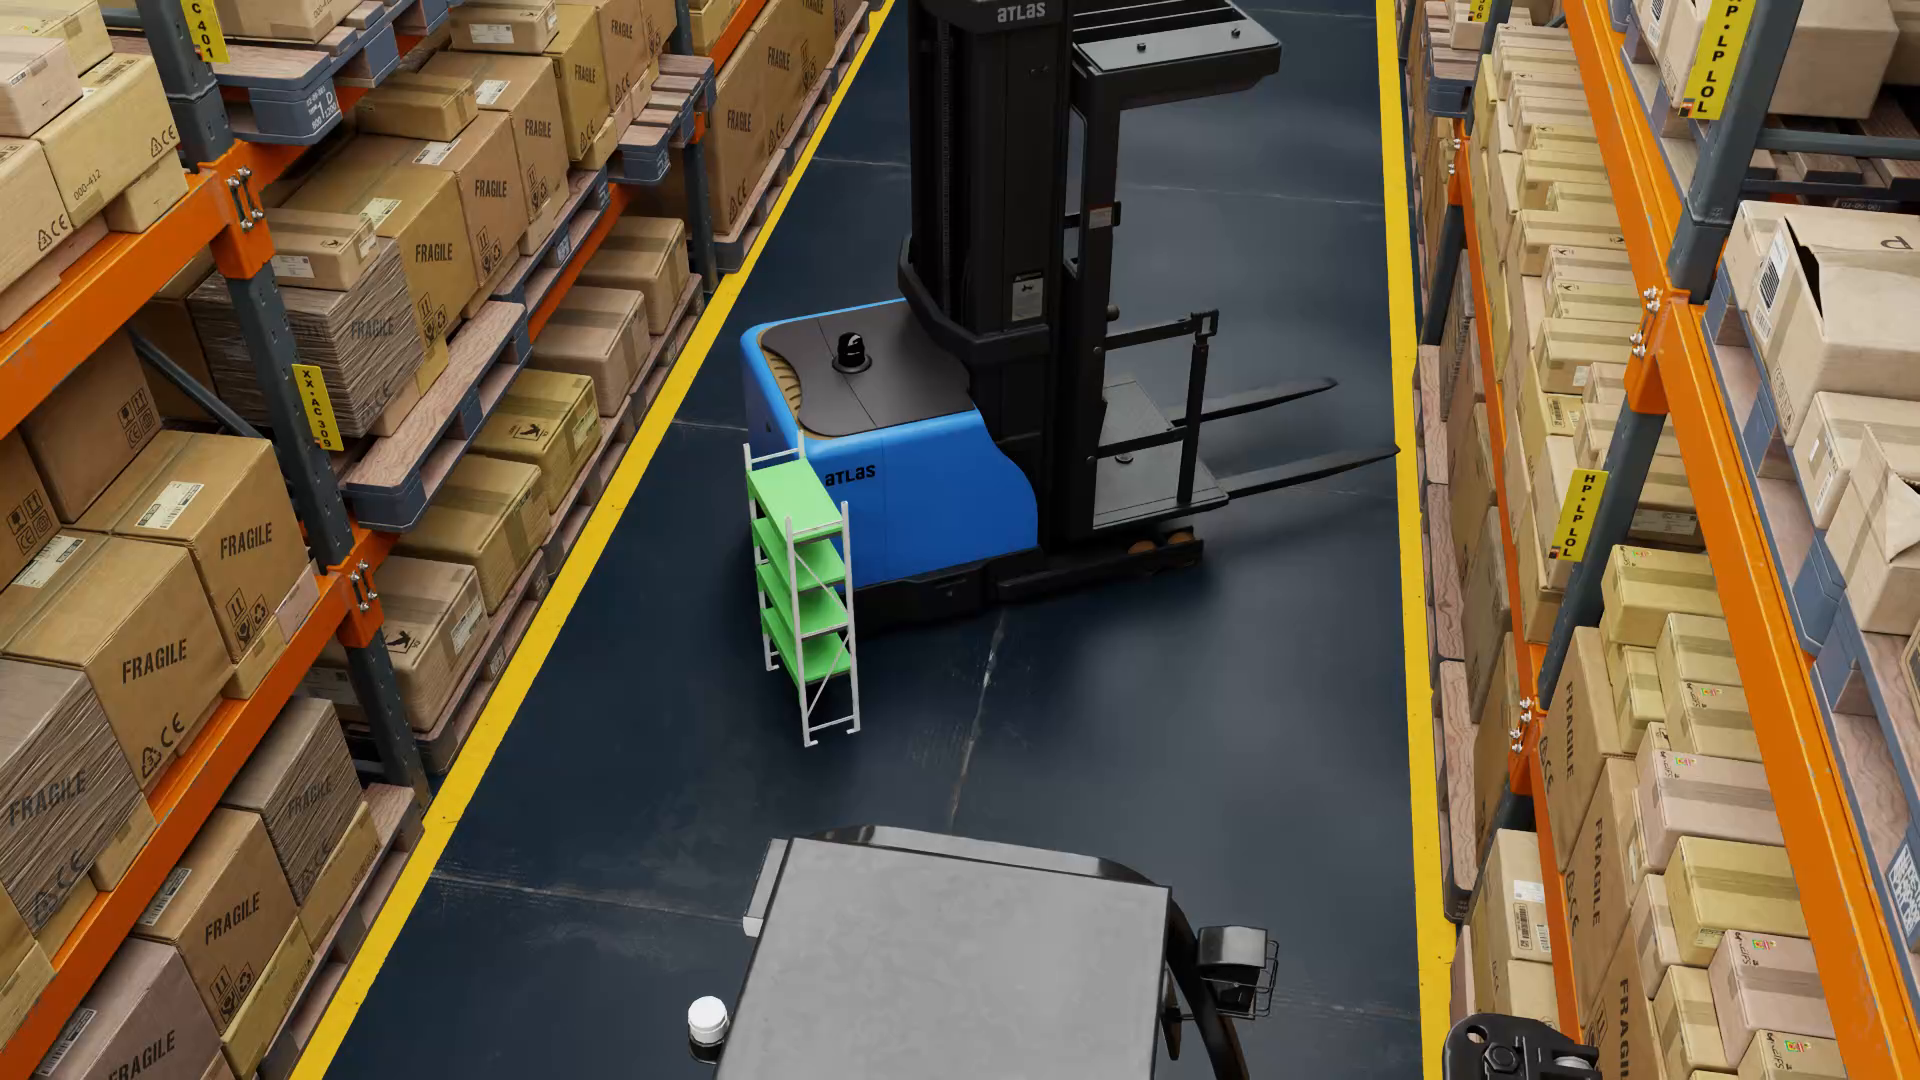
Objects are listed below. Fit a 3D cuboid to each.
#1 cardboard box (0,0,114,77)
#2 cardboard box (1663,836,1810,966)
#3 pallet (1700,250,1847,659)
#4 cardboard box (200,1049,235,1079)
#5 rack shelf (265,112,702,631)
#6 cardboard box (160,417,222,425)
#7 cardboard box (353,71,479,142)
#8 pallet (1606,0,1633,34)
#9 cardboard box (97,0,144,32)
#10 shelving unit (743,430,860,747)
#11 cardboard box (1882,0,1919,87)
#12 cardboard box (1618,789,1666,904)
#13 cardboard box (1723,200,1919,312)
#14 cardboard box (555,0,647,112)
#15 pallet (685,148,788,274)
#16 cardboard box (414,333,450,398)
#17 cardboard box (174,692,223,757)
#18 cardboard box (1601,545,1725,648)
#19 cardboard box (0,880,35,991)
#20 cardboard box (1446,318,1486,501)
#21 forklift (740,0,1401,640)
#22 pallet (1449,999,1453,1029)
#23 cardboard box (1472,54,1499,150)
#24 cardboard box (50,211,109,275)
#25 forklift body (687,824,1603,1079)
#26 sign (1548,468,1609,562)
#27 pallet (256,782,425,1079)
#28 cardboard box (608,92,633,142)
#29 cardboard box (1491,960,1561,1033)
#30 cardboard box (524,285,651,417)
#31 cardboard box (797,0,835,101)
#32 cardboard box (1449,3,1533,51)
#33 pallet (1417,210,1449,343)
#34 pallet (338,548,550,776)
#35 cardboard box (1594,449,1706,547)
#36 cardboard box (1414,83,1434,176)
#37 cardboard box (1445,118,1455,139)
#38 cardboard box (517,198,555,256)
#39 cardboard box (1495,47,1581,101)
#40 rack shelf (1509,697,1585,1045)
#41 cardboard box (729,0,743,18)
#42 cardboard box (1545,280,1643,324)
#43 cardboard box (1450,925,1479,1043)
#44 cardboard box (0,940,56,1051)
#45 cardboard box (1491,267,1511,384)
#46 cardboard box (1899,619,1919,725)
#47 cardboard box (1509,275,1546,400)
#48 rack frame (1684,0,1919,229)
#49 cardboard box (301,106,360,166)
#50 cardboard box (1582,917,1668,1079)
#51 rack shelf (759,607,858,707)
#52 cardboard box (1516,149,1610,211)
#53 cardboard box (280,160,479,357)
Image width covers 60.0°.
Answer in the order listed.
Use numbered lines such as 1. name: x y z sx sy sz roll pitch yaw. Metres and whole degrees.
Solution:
1. cardboard box: -2.433 -1.287 4.267 0.380 0.149 0.250 7 40 9
2. cardboard box: 1.793 0.817 3.683 0.380 0.149 0.250 6 40 7
3. pallet: 2.174 -0.182 3.428 1.003 0.211 1.213 6 40 8
4. cardboard box: -2.606 1.809 5.133 0.500 0.250 0.500 7 40 8
5. rack shelf: -2.247 -1.121 7.413 1.077 0.370 4.000 6 40 8
6. cardboard box: -2.776 -0.562 6.040 0.380 0.149 0.250 7 40 8
7. cardboard box: -2.077 -1.658 6.347 0.380 0.149 0.250 9 40 10
8. pallet: 2.768 -2.054 5.771 1.003 0.211 1.213 8 40 10
9. cardboard box: -2.635 -1.786 5.087 0.500 0.250 0.500 6 40 7
10. shelving unit: -0.625 0.211 6.650 0.258 1.200 0.503 -16 42 -18
11. cardboard box: 2.636 -1.369 4.584 0.380 0.149 0.250 6 40 8
12. cardboard box: 1.805 0.760 3.986 0.380 0.149 0.250 7 40 9
13. cardboard box: 1.919 -0.610 3.665 0.380 0.149 0.250 7 40 9
14. cardboard box: -1.785 -2.327 7.666 0.500 0.500 0.500 6 40 7
15. pallet: -1.691 -2.065 10.179 1.003 0.211 1.213 6 40 8
16. cardboard box: -2.135 -0.676 6.178 0.380 0.149 0.250 7 40 9
17. cardboard box: -2.507 0.501 5.084 0.380 0.149 0.250 7 40 8
18. cardboard box: 1.949 0.166 4.471 0.380 0.149 0.250 7 40 9
19. cardboard box: -2.677 0.982 3.993 0.500 0.500 0.500 6 40 7
20. cardboard box: 2.761 -0.554 7.697 0.875 0.625 0.625 8 40 9
21. forklift: 0.593 -1.265 7.077 3.031 2.935 1.130 -13 41 -15
22. pallet: 2.117 1.971 5.297 1.003 0.211 1.213 6 40 8
23. cardboard box: 2.646 -1.995 7.631 0.500 0.250 0.500 6 40 8
24. cardboard box: -2.478 -0.822 4.330 0.380 0.149 0.250 7 40 8
25. forklift body: 0.135 1.848 3.924 2.313 2.155 1.214 6 40 8
26. sign: 1.760 -0.068 4.728 0.100 0.325 0.005 6 40 8
27. pallet: -2.675 1.357 6.040 1.003 0.211 1.213 6 40 8
28. cardboard box: -1.752 -1.991 7.768 0.380 0.149 0.250 5 40 6
29. cardboard box: 1.805 1.503 4.718 0.500 0.250 0.500 6 40 8
30. cardboard box: -2.129 -0.985 8.417 0.950 0.372 0.625 6 40 7
31. cardboard box: -1.386 -3.541 11.114 0.875 0.875 0.875 7 40 9
32. cardboard box: 2.724 -2.628 8.539 0.380 0.149 0.250 7 40 8
33. pallet: 3.155 -1.498 9.493 1.003 0.211 1.213 6 40 8
34. pallet: -2.460 0.443 7.146 1.003 0.211 1.213 6 40 8
35. cardboard box: 2.136 -0.126 5.057 0.380 0.149 0.250 8 40 9
36. cardboard box: 3.106 -2.566 10.228 0.500 0.500 0.500 5 40 6
37. cardboard box: 2.930 -2.230 9.313 0.380 0.149 0.250 5 40 6
38. cardboard box: -1.934 -1.335 6.975 0.380 0.149 0.250 8 40 9
39. cardboard box: 2.598 -2.062 7.399 0.380 0.149 0.250 7 40 9
40. rack shelf: 1.950 1.934 3.718 1.077 0.370 4.000 6 40 8
41. cardboard box: -1.497 -3.199 9.480 0.500 0.250 0.500 5 40 6
42. cardboard box: 2.279 -0.775 5.842 0.380 0.149 0.250 5 40 7
43. cardboard box: 1.886 1.567 5.426 0.500 0.250 0.500 7 40 8
44. cardboard box: -2.604 1.150 4.299 0.380 0.149 0.250 7 40 8
45. cardboard box: 2.405 -0.835 6.620 0.500 0.250 0.500 8 40 9
46. cardboard box: 1.855 0.216 2.388 0.797 0.503 0.637 8 40 9
47. cardboard box: 2.305 -0.713 6.081 0.500 0.250 0.500 7 40 9
48. rack frame: 2.296 -1.910 3.095 1.000 3.000 0.127 6 40 8
49. cardboard box: -2.560 -1.408 6.554 0.500 0.500 0.500 8 40 9
50. cardboard box: 1.802 1.260 3.891 0.500 0.500 0.500 6 40 7
51. rack shelf: -0.625 0.445 6.844 0.258 0.148 0.480 -16 42 -18
52. cardboard box: 2.430 -1.418 6.621 0.380 0.149 0.250 7 40 9
53. cardboard box: -2.144 -1.035 6.104 0.500 0.500 0.500 7 40 8
